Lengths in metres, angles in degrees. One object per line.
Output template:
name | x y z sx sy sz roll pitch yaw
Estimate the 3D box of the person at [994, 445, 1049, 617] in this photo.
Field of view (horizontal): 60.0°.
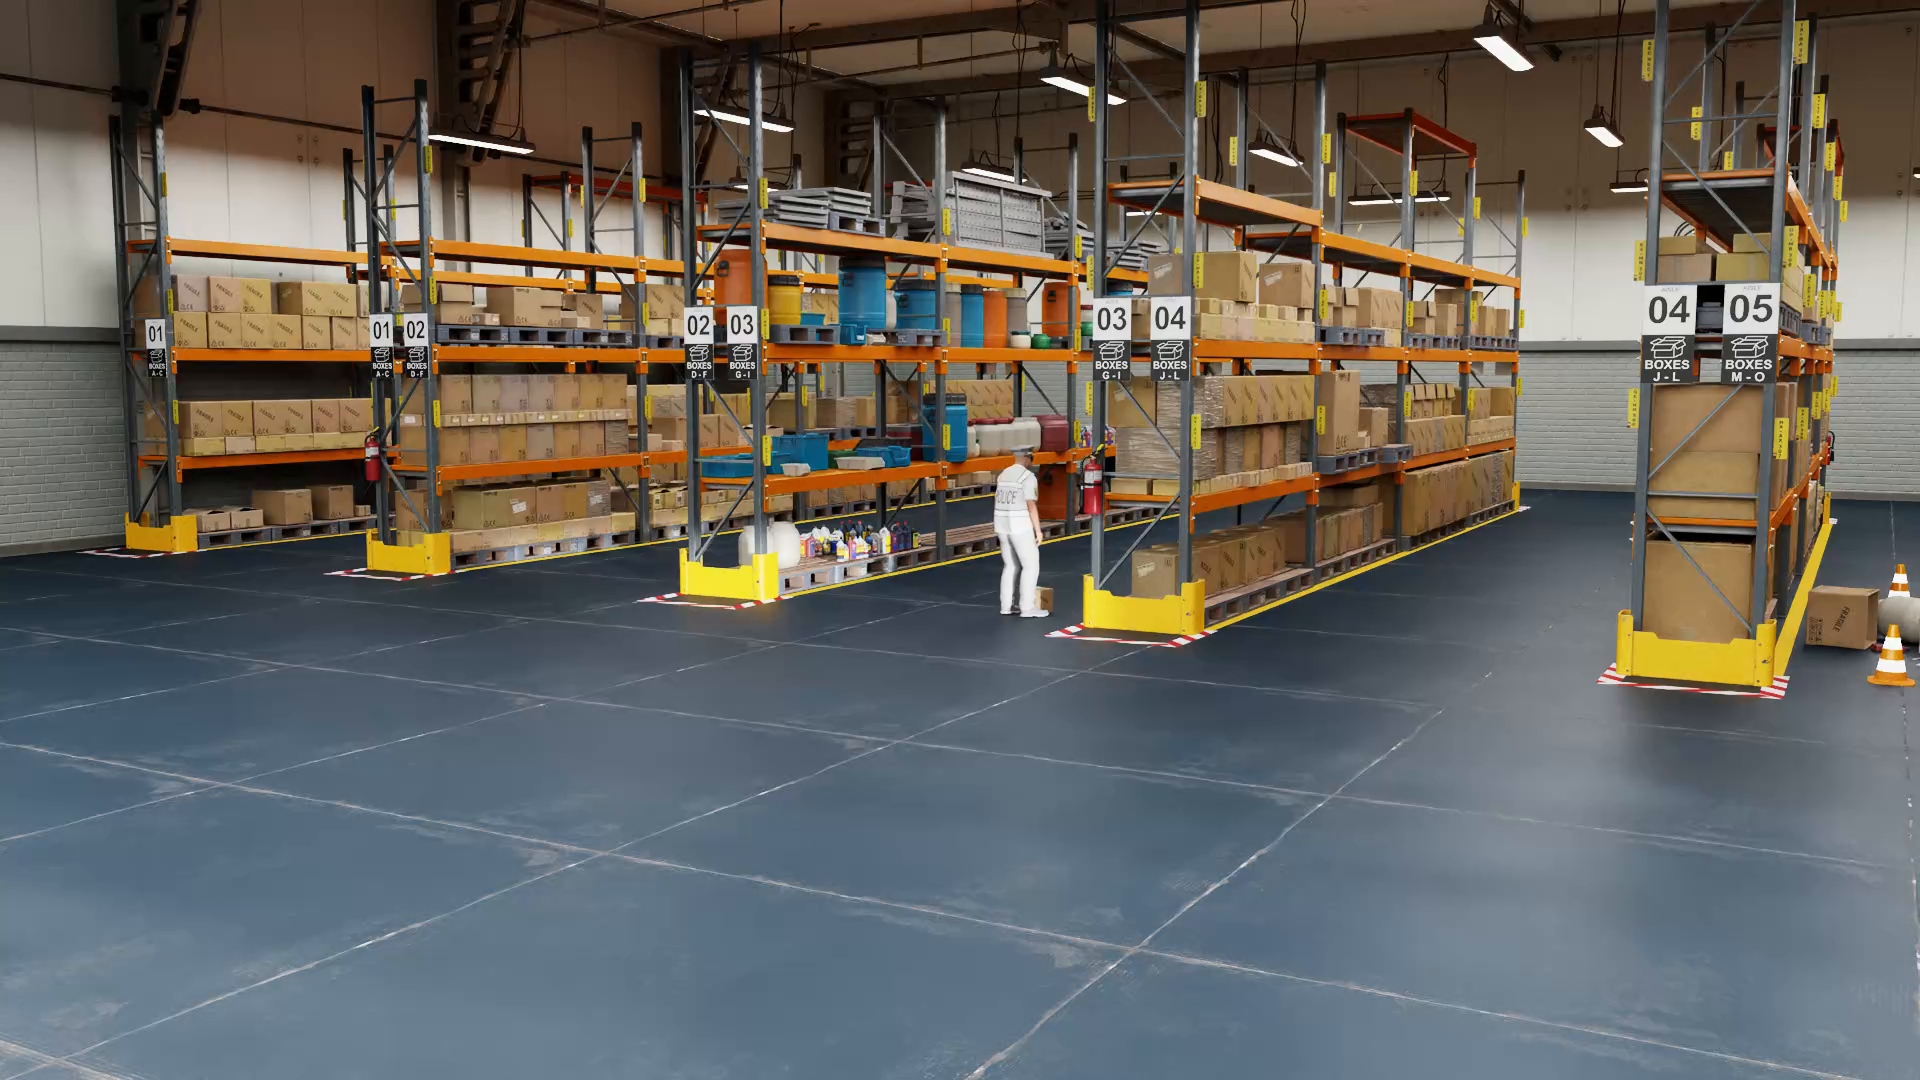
person | 0.592 -0.099 17.048 0.435 1.748 0.590 -5 8 -41
